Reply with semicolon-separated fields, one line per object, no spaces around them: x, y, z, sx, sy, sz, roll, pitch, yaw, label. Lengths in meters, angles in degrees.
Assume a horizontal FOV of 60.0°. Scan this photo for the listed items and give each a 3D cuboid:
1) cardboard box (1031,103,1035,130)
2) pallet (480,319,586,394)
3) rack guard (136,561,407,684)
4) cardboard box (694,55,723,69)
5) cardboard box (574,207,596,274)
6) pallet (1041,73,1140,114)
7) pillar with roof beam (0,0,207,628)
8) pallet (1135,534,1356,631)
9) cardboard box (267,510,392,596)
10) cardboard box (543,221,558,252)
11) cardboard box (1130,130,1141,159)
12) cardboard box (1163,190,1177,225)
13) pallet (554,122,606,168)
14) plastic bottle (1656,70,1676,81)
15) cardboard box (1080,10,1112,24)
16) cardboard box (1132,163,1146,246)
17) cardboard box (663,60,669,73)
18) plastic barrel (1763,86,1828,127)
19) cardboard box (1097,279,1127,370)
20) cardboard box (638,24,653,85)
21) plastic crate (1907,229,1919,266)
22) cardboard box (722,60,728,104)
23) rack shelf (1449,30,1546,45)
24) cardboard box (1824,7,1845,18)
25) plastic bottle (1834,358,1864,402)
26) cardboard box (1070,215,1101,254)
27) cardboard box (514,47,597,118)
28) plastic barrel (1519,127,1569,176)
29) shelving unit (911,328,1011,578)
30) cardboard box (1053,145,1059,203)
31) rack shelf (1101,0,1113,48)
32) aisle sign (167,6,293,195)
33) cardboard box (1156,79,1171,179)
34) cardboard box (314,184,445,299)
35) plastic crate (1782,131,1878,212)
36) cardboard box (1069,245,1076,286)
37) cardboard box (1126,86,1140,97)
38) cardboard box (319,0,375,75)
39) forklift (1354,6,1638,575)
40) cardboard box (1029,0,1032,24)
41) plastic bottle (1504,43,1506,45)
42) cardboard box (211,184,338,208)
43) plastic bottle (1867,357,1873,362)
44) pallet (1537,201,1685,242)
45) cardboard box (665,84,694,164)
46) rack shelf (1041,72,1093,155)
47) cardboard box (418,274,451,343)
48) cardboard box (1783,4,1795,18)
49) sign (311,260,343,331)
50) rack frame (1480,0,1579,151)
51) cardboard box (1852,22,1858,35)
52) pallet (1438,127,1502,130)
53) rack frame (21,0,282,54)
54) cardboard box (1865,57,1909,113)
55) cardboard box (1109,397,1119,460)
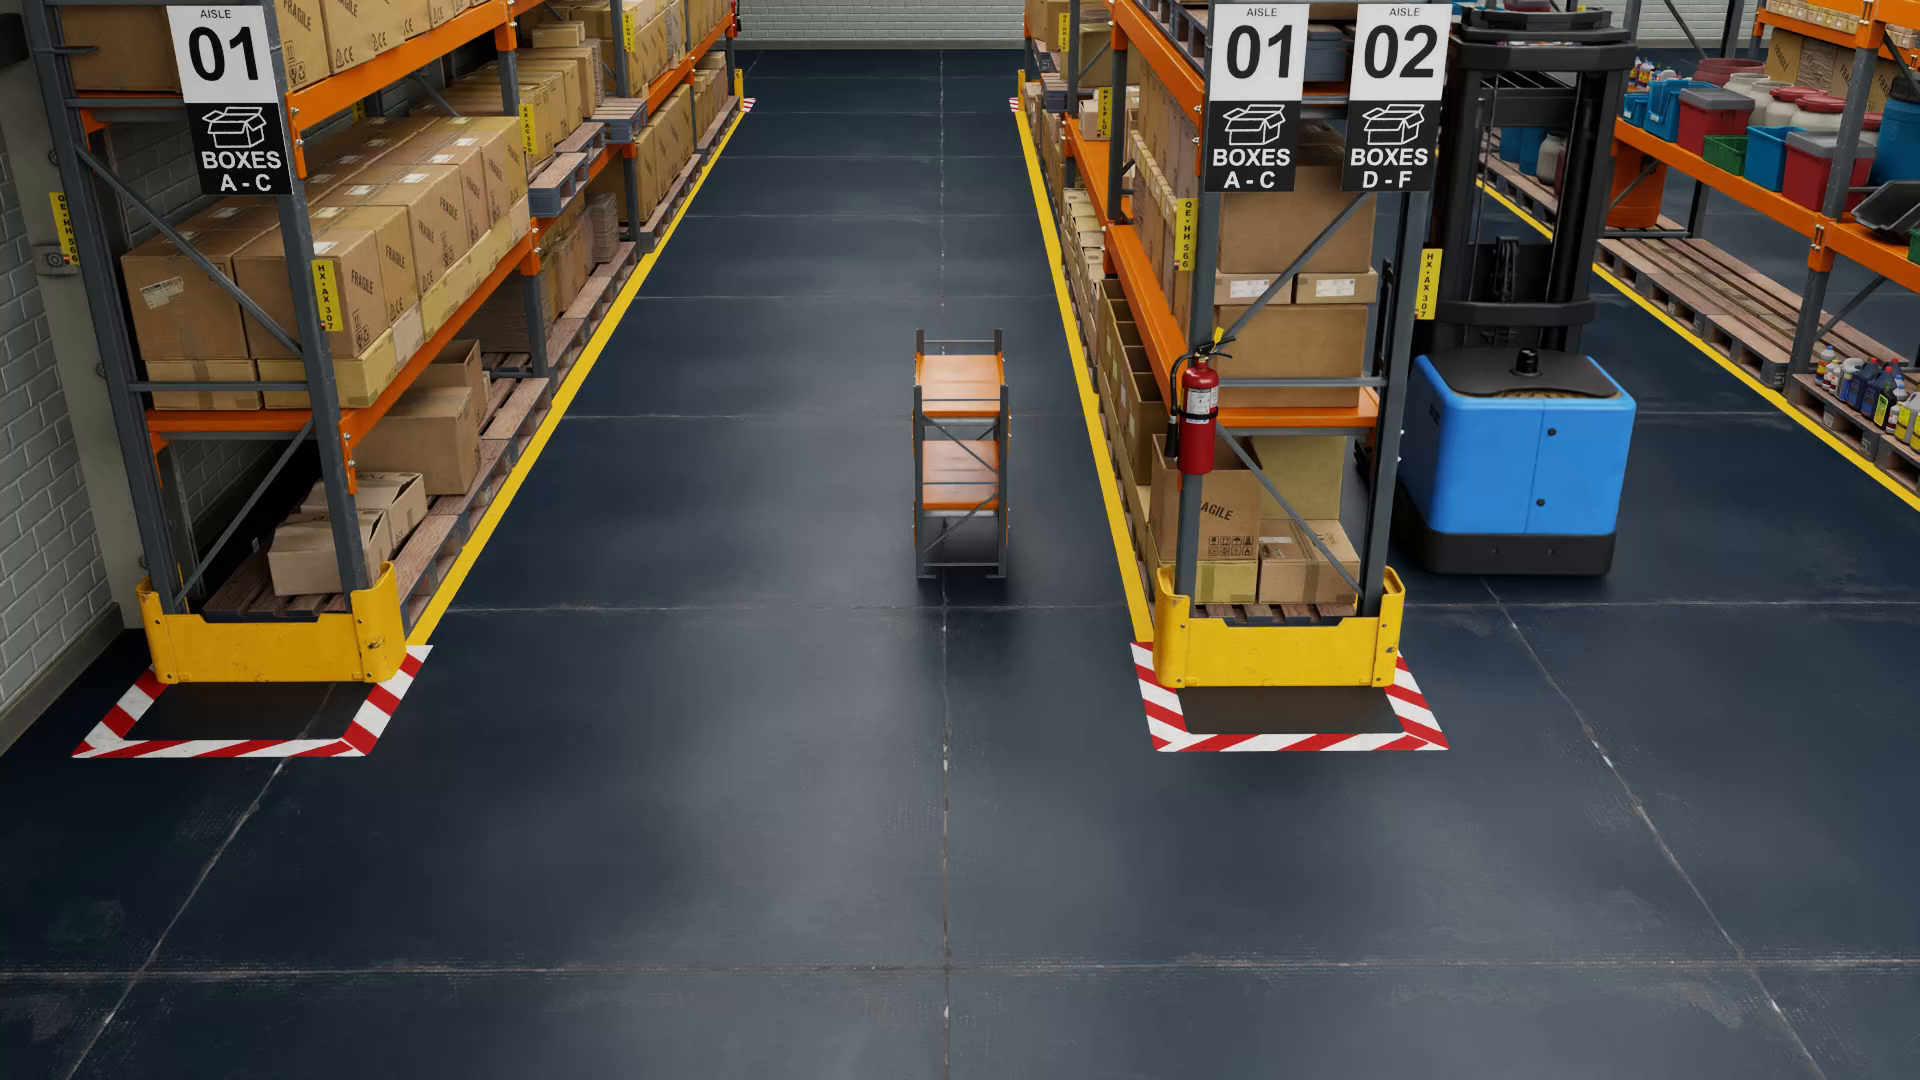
1.129;-5.188;20.311;0.500;0.311;0.500;0;24;-1;cardboard box
-3.449;-1.400;12.590;1.003;0.211;1.213;0;24;-1;pallet
-3.397;0.406;8.246;1.175;0.500;0.348;0;24;-1;rack guard
-3.276;-6.197;21.549;0.380;0.149;0.250;0;24;1;cardboard box
-3.534;-2.551;14.249;0.700;0.500;0.500;0;24;-1;cardboard box
1.393;-4.214;15.660;1.213;0.211;1.003;0;24;-1;pallet
0.036;-3.739;7.098;9.100;9.000;0.400;0;24;-1;pillar with roof beam
1.507;0.230;8.985;1.003;0.211;1.213;0;24;-1;pallet
-3.313;0.037;8.757;0.500;0.311;0.500;-3;25;-7;cardboard box
-3.482;-2.452;13.122;0.500;0.250;0.500;-1;24;-2;cardboard box
1.323;-2.603;10.958;0.380;0.149;0.250;0;24;-1;cardboard box
1.344;-1.863;9.320;0.380;0.149;0.250;-1;24;-1;cardboard box
-3.421;-3.095;13.187;1.003;0.211;1.213;0;24;-1;pallet
6.737;-4.357;15.894;0.152;0.276;0.135;0;24;-1;plastic bottle
1.532;-4.896;16.304;0.700;0.500;0.500;4;25;9;cardboard box
1.525;-2.237;10.934;0.700;0.500;0.500;-1;24;-2;cardboard box
-3.258;-4.983;17.408;0.380;0.149;0.250;0;24;-1;cardboard box
6.663;-3.332;13.313;0.433;0.535;0.433;0;24;0;plastic barrel
1.206;-1.462;11.259;0.500;0.500;0.500;0;24;-1;cardboard box
-3.229;-4.606;15.787;0.500;0.500;0.500;1;24;1;cardboard box
6.200;-1.737;10.209;0.450;0.188;0.662;0;24;-1;plastic crate
-3.463;-6.059;22.031;0.700;0.500;0.500;0;24;-1;cardboard box
6.358;-6.187;20.664;1.077;0.370;4.000;0;24;-1;rack shelf
11.049;-6.594;20.510;0.500;0.250;0.500;-1;24;-2;cardboard box
6.063;-1.088;11.286;0.152;0.276;0.135;1;24;1;plastic bottle
1.200;-2.572;13.944;0.500;0.311;0.500;-1;24;-2;cardboard box
-3.435;-3.821;13.902;0.700;0.500;0.500;-3;24;-6;cardboard box
6.376;-4.410;17.898;0.600;0.901;0.708;0;24;-1;plastic barrel
0.000;-0.515;9.524;0.538;1.125;1.048;0;24;-1;shelving unit
1.220;-3.681;16.749;0.500;0.500;0.500;-1;24;-2;cardboard box
1.492;-4.237;12.711;1.077;0.370;4.000;0;24;-1;rack shelf
-3.095;-1.858;7.064;0.394;0.787;0.004;0;24;-1;aisle sign
1.537;-2.413;9.750;0.700;0.500;0.500;0;24;-1;cardboard box
-3.095;-1.599;8.893;0.500;0.500;0.500;-1;24;-2;cardboard box
6.156;-2.622;11.830;0.402;0.464;0.583;0;24;-1;plastic crate
1.200;-2.322;14.072;0.500;0.250;0.500;-1;24;-2;cardboard box
1.505;-3.376;13.454;0.500;0.500;0.500;-2;24;-3;cardboard box
-3.120;-2.484;7.816;0.500;0.500;0.500;1;24;3;cardboard box
3.126;-1.704;9.961;1.130;2.935;3.031;1;24;2;forklift
1.138;-6.761;20.937;0.500;0.500;0.500;0;24;-1;cardboard box
5.978;-5.345;18.170;0.097;0.201;0.097;0;24;0;plastic bottle
-3.619;-1.598;8.891;0.500;0.500;0.500;-1;24;-2;cardboard box
6.169;-1.092;11.286;0.061;0.283;0.133;0;24;-1;plastic bottle
6.373;-3.097;16.342;1.003;0.211;1.213;0;24;-1;pallet
-3.390;-4.591;18.360;0.750;0.750;0.750;0;24;0;cardboard box
1.448;-4.519;16.974;1.077;0.370;4.000;0;24;-1;rack shelf
-3.103;-1.269;9.074;0.500;0.250;0.500;-1;24;-1;cardboard box
10.970;-6.888;21.645;0.380;0.149;0.250;-1;24;-2;cardboard box
-2.853;-1.099;7.489;0.100;0.325;0.005;0;24;-1;sign
6.380;-5.691;18.693;1.000;3.000;0.127;0;24;-1;rack frame
10.990;-6.147;20.007;0.380;0.149;0.250;0;24;0;cardboard box
6.317;-5.227;21.052;1.003;0.211;1.213;0;24;-1;pallet
-3.396;-3.435;6.426;1.000;3.000;0.127;0;24;-1;rack frame
11.405;-5.209;19.696;0.875;0.875;0.875;0;24;-1;cardboard box
1.216;-0.708;10.502;0.500;0.250;0.500;0;24;-1;cardboard box
